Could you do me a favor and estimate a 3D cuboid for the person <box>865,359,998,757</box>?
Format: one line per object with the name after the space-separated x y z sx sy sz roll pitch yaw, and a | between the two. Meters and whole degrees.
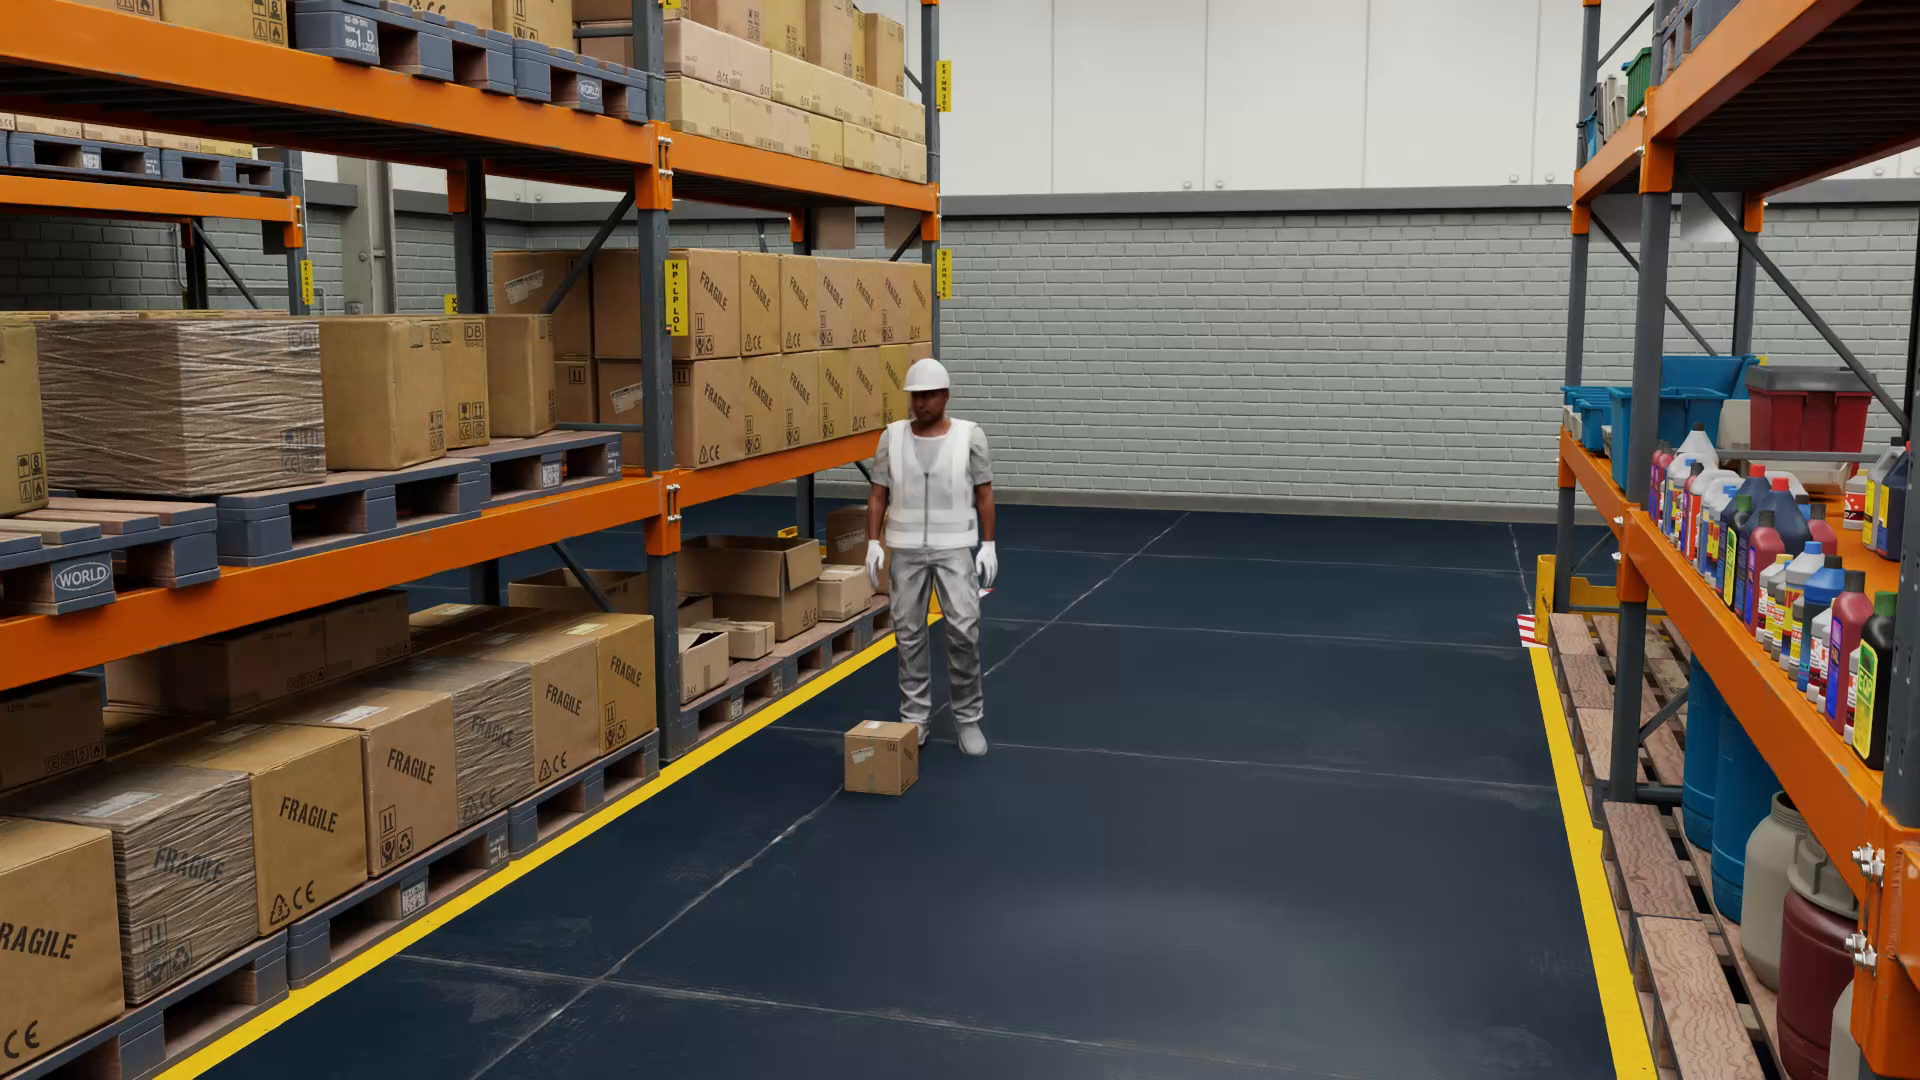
-0.133 0.083 7.669 0.601 1.829 0.408 1 8 8 | person
